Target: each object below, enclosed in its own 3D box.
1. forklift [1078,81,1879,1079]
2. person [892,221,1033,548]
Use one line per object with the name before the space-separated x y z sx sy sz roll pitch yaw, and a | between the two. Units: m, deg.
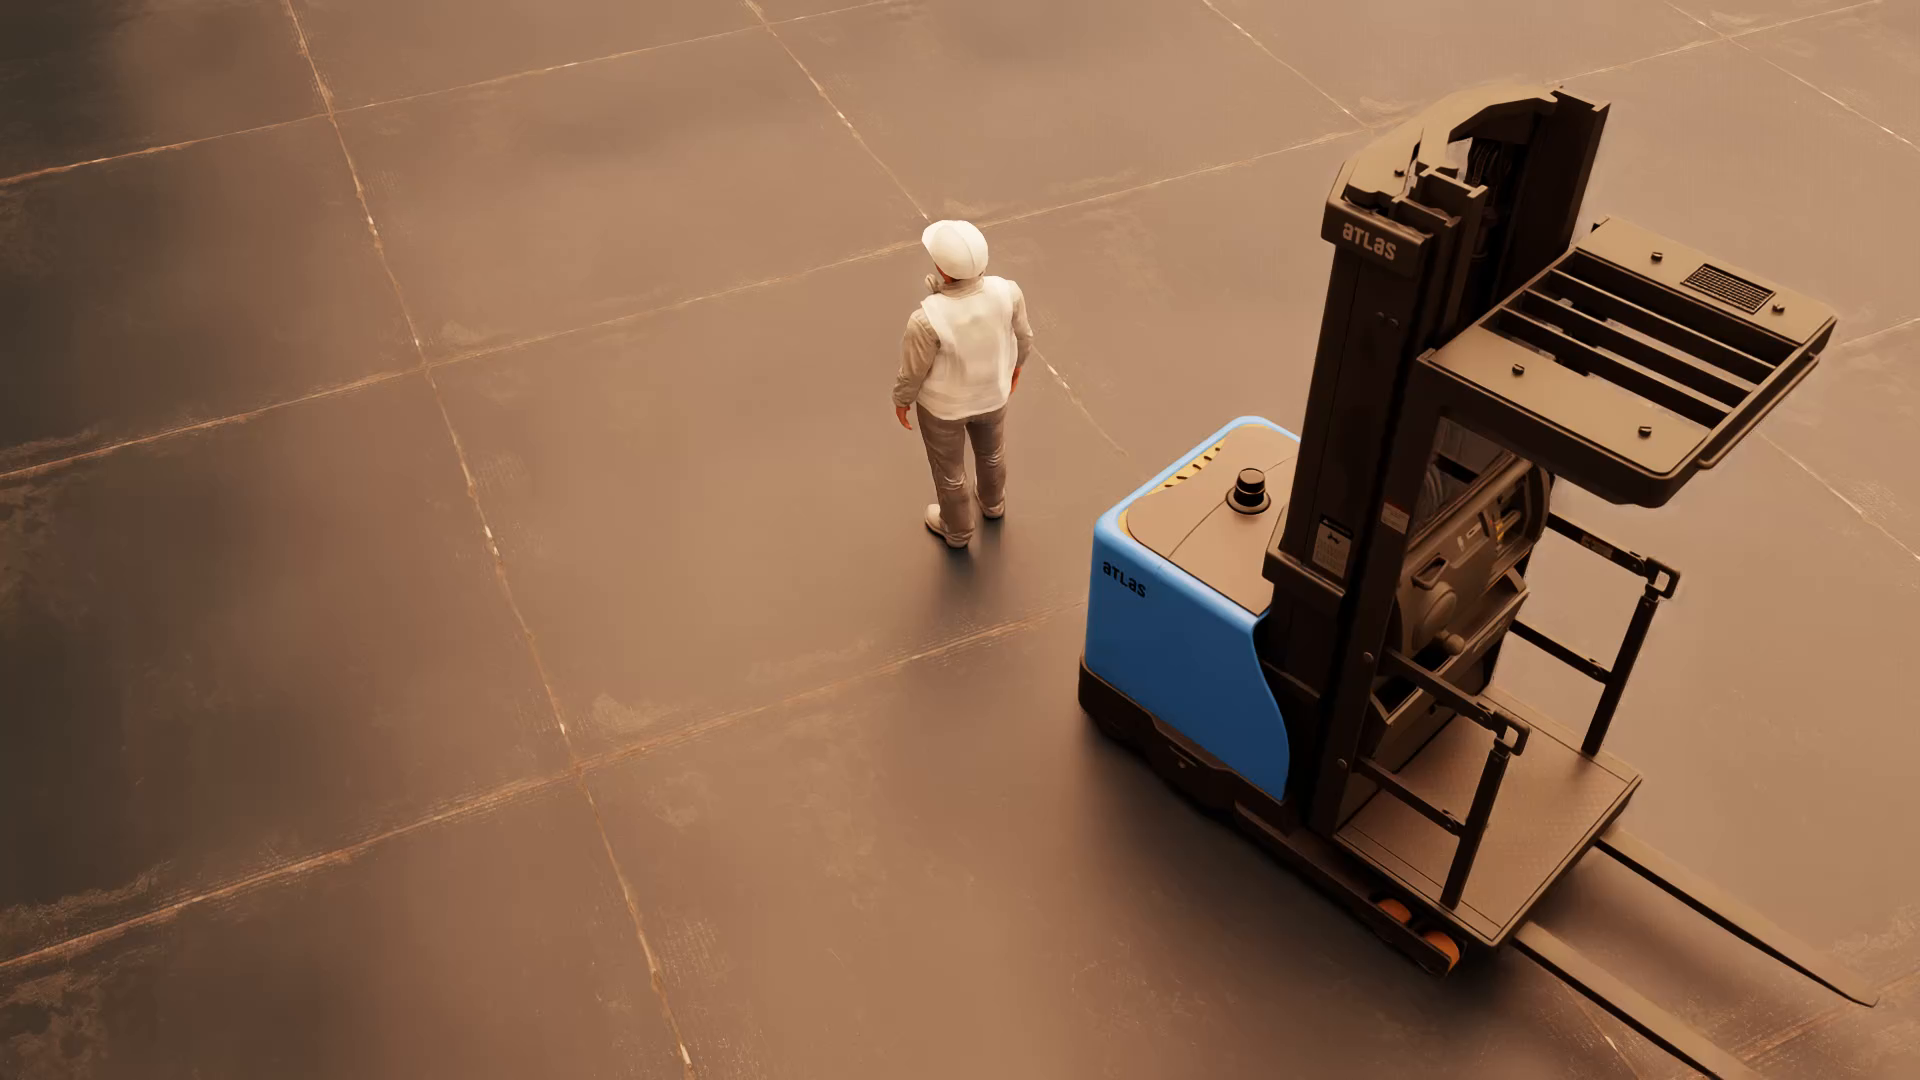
forklift | 1.897 0.119 5.553 3.031 2.935 1.130 34 53 31
person | -0.019 -0.695 7.262 0.632 1.773 0.568 -18 46 -18
